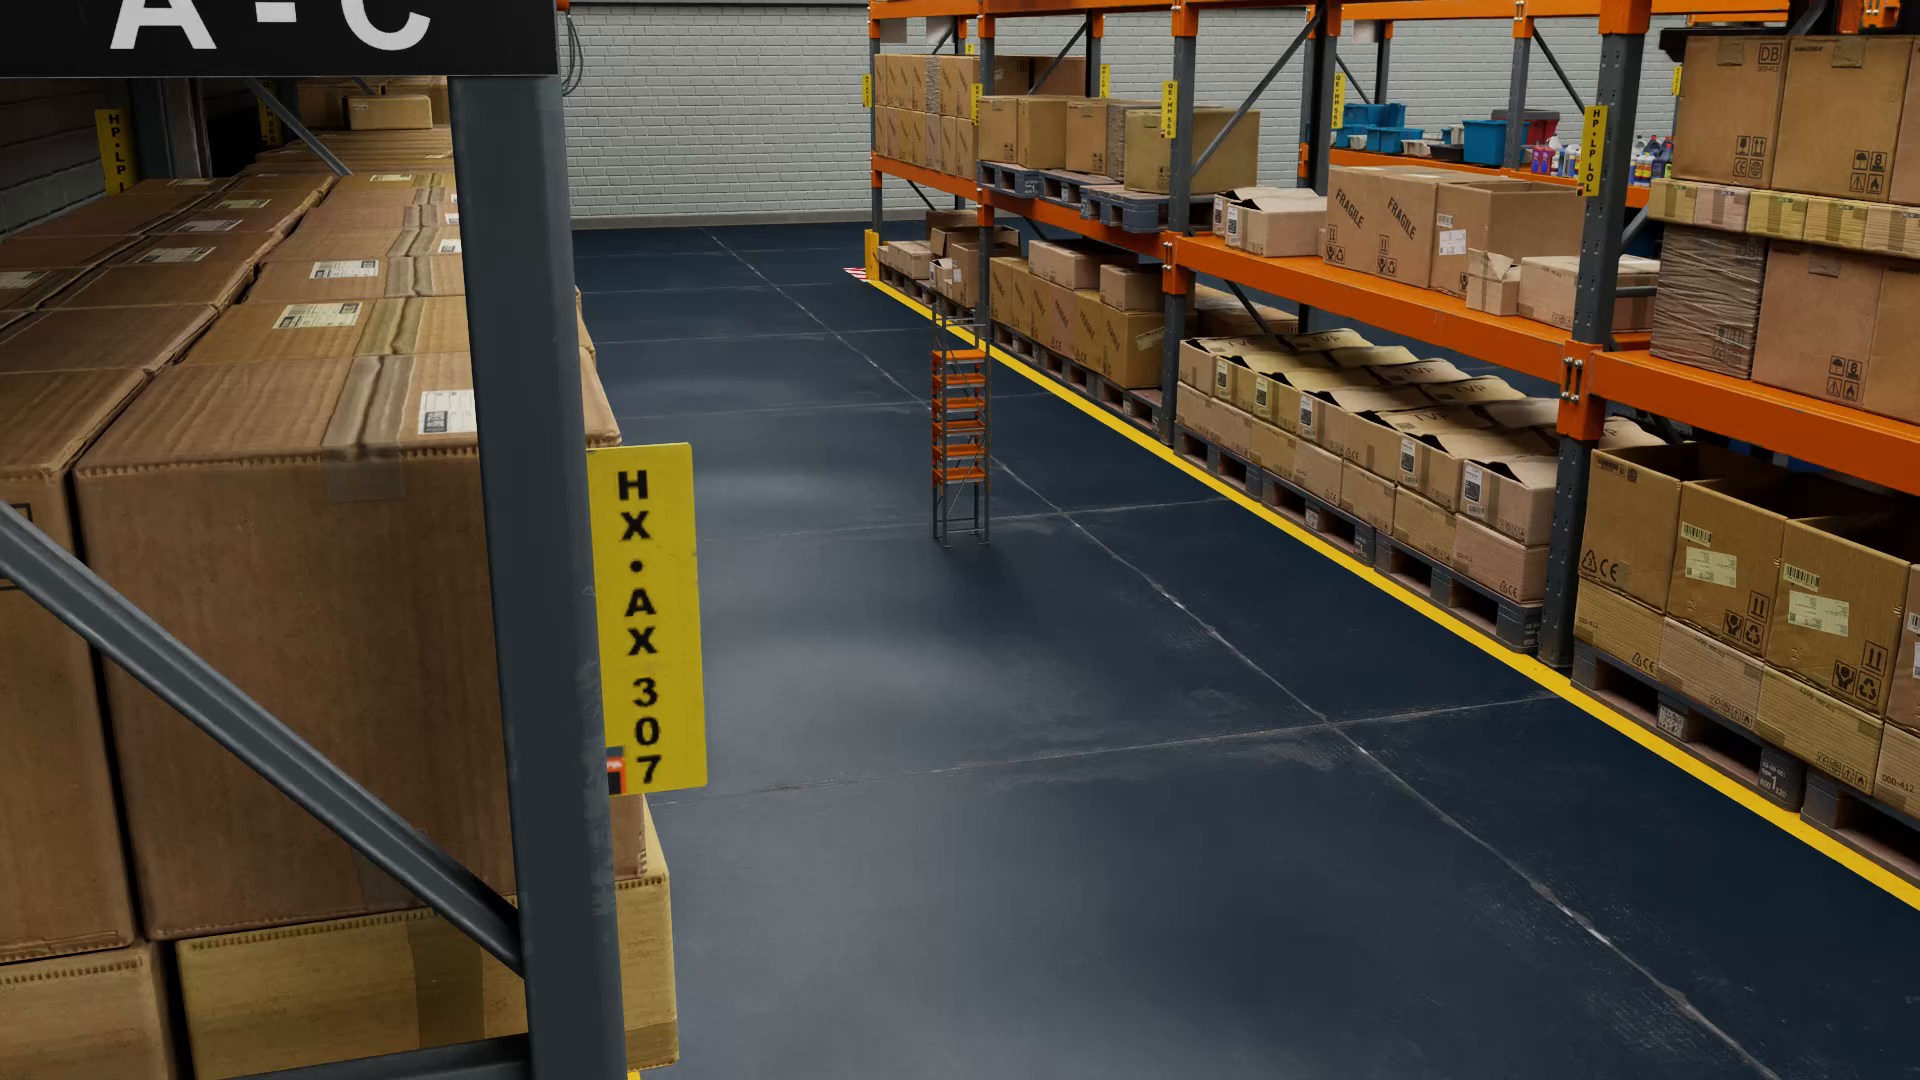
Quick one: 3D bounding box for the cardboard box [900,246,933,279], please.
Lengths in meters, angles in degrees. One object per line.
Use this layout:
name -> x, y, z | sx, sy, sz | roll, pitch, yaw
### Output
cardboard box -> -0.288, -2.730, 16.342 | 0.500, 0.250, 0.500 | -5, 17, -15

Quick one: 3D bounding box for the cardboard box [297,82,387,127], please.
cardboard box -> -3.377, -2.344, 9.013 | 0.500, 0.250, 0.500 | -4, 17, -14

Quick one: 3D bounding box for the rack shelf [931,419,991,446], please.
rack shelf -> 0.004, -0.528, 8.279 | 0.258, 0.103, 0.180 | -5, 17, -15

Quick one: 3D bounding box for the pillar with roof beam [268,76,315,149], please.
pillar with roof beam -> -0.987, -6.125, 13.202 | 9.100, 9.000, 0.400 | -5, 17, -15

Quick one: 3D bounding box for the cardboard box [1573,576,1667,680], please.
cardboard box -> 2.694, 0.302, 6.284 | 0.500, 0.250, 0.500 | -5, 17, -15

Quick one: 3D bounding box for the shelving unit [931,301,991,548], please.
shelving unit -> 0.004, -0.571, 8.266 | 0.258, 1.200, 0.189 | -5, 17, -15

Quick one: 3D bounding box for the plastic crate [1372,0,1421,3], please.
plastic crate -> 4.480, -5.639, 16.904 | 0.504, 0.338, 0.767 | -5, 17, -15

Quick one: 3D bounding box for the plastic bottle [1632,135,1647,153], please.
plastic bottle -> 5.852, -3.306, 14.331 | 0.144, 0.351, 0.185 | -5, 17, -15

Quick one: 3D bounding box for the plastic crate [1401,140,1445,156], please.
plastic crate -> 4.656, -3.930, 16.676 | 0.293, 0.136, 0.466 | -5, 17, -15

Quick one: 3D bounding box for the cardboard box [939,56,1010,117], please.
cardboard box -> 0.129, -3.967, 14.532 | 0.500, 0.500, 0.500 | -5, 17, -16

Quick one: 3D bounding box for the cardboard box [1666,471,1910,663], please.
cardboard box -> 2.830, 0.081, 5.715 | 0.500, 0.500, 0.500 | -5, 17, -15

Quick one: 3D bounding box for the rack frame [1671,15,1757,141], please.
rack frame -> 9.087, -5.068, 20.109 | 1.000, 3.000, 0.127 | -5, 17, -15

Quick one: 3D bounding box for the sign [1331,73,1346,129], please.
sign -> 2.292, -2.672, 10.121 | 0.100, 0.325, 0.005 | -5, 17, -15

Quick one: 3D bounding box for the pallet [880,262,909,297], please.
pallet -> -0.198, -2.709, 17.103 | 1.003, 0.211, 1.213 | -5, 17, -15

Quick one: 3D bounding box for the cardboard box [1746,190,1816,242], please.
cardboard box -> 2.888, -1.095, 5.581 | 0.380, 0.149, 0.250 | -5, 17, -17

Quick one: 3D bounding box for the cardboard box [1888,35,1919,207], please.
cardboard box -> 3.264, -1.235, 4.921 | 0.700, 0.500, 0.500 | -5, 17, -15

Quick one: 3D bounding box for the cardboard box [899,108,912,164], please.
cardboard box -> -0.289, -3.909, 16.076 | 0.500, 0.500, 0.500 | -5, 17, -15

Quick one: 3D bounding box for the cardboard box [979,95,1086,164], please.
cardboard box -> 0.575, -3.280, 13.252 | 0.700, 0.500, 0.500 | -12, 20, -34

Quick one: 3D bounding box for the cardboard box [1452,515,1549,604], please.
cardboard box -> 2.466, 0.058, 7.096 | 0.500, 0.250, 0.500 | -5, 17, -16

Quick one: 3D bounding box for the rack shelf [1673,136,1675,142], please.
rack shelf -> 9.636, -4.170, 18.371 | 1.077, 0.370, 4.000 | -5, 17, -15

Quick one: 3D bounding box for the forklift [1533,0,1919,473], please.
forklift -> 4.464, -1.731, 9.119 | 1.130, 2.935, 3.031 | -5, 17, -16

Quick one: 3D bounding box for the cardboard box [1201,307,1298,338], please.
cardboard box -> 1.909, -1.235, 10.929 | 0.500, 0.500, 0.500 | -4, 17, -13

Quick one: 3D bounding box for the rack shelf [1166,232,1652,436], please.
rack shelf -> 2.309, -1.175, 8.400 | 1.077, 0.370, 4.000 | -5, 17, -15

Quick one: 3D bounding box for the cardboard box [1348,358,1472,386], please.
cardboard box -> 2.425, -0.817, 9.033 | 0.500, 0.311, 0.500 | -5, 17, -16

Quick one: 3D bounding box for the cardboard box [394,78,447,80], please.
cardboard box -> -3.169, -2.672, 10.104 | 0.500, 0.250, 0.500 | -5, 17, -15

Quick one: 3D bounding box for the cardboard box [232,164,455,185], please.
cardboard box -> -2.011, -0.976, 5.548 | 0.700, 0.500, 0.500 | -5, 17, -15

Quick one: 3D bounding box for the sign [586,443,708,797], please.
sign -> -0.282, 0.075, 1.483 | 0.100, 0.325, 0.005 | -5, 17, -15

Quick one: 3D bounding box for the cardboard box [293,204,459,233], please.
cardboard box -> -1.205, -0.487, 3.780 | 0.500, 0.500, 0.500 | -5, 17, -17

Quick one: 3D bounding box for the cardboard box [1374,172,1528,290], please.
cardboard box -> 2.381, -1.512, 8.099 | 0.500, 0.500, 0.500 | -5, 17, -15

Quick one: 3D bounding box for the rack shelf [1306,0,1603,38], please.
rack shelf -> 4.874, -5.215, 16.636 | 1.077, 0.370, 4.000 | -5, 17, -15

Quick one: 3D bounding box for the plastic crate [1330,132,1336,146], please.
plastic crate -> 4.084, -4.389, 18.204 | 0.250, 0.136, 0.298 | -5, 17, -15

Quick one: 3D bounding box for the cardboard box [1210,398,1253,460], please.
cardboard box -> 1.760, -0.650, 9.452 | 0.500, 0.250, 0.500 | -5, 17, -17

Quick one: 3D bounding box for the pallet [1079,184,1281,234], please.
pallet -> 1.505, -2.163, 10.772 | 1.213, 0.211, 1.003 | -5, 17, -15

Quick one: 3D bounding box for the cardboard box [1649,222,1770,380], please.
cardboard box -> 2.987, -0.892, 6.034 | 0.700, 0.500, 0.500 | -5, 17, -17

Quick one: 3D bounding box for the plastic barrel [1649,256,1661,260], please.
plastic barrel -> 5.821, -2.069, 13.719 | 0.421, 0.512, 0.421 | 0, 17, 0

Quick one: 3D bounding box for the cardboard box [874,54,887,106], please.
cardboard box -> -0.571, -4.669, 16.869 | 0.500, 0.500, 0.500 | -4, 17, -14

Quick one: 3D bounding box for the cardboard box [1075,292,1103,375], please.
cardboard box -> 1.135, -1.470, 11.711 | 0.500, 0.500, 0.500 | -5, 18, -17

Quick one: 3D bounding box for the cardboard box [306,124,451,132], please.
cardboard box -> -2.864, -1.810, 8.324 | 0.700, 0.500, 0.500 | -7, 18, -22

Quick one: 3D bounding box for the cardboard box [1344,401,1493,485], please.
cardboard box -> 2.188, -0.490, 7.945 | 0.500, 0.311, 0.500 | -5, 17, -15

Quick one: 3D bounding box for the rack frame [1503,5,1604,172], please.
rack frame -> 5.424, -3.570, 15.122 | 1.000, 3.000, 0.127 | -5, 17, -15

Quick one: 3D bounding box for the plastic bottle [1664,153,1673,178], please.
plastic bottle -> 5.600, -2.890, 13.062 | 0.061, 0.283, 0.133 | -5, 17, -15

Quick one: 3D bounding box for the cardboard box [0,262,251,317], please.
cardboard box -> -1.413, -0.160, 2.695 | 0.500, 0.500, 0.500 | -5, 17, -17

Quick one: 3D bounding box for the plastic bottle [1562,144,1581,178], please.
plastic bottle -> 5.285, -3.251, 14.277 | 0.152, 0.276, 0.135 | -5, 17, -15

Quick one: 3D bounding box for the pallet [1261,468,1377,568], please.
pallet -> 2.280, -0.170, 8.650 | 1.003, 0.211, 1.213 | -5, 17, -15

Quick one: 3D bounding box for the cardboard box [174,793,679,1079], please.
cardboard box -> -0.633, 0.435, 2.016 | 0.500, 0.250, 0.500 | -5, 17, -17

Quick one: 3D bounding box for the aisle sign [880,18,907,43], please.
aisle sign -> -0.740, -5.526, 17.117 | 0.394, 0.787, 0.004 | -5, 17, -15

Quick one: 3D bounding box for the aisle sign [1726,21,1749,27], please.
aisle sign -> 9.355, -6.357, 19.881 | 0.394, 0.787, 0.004 | -5, 17, -15

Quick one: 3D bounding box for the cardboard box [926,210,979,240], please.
cardboard box -> -0.053, -3.168, 17.366 | 0.500, 0.500, 0.500 | -5, 17, -15
